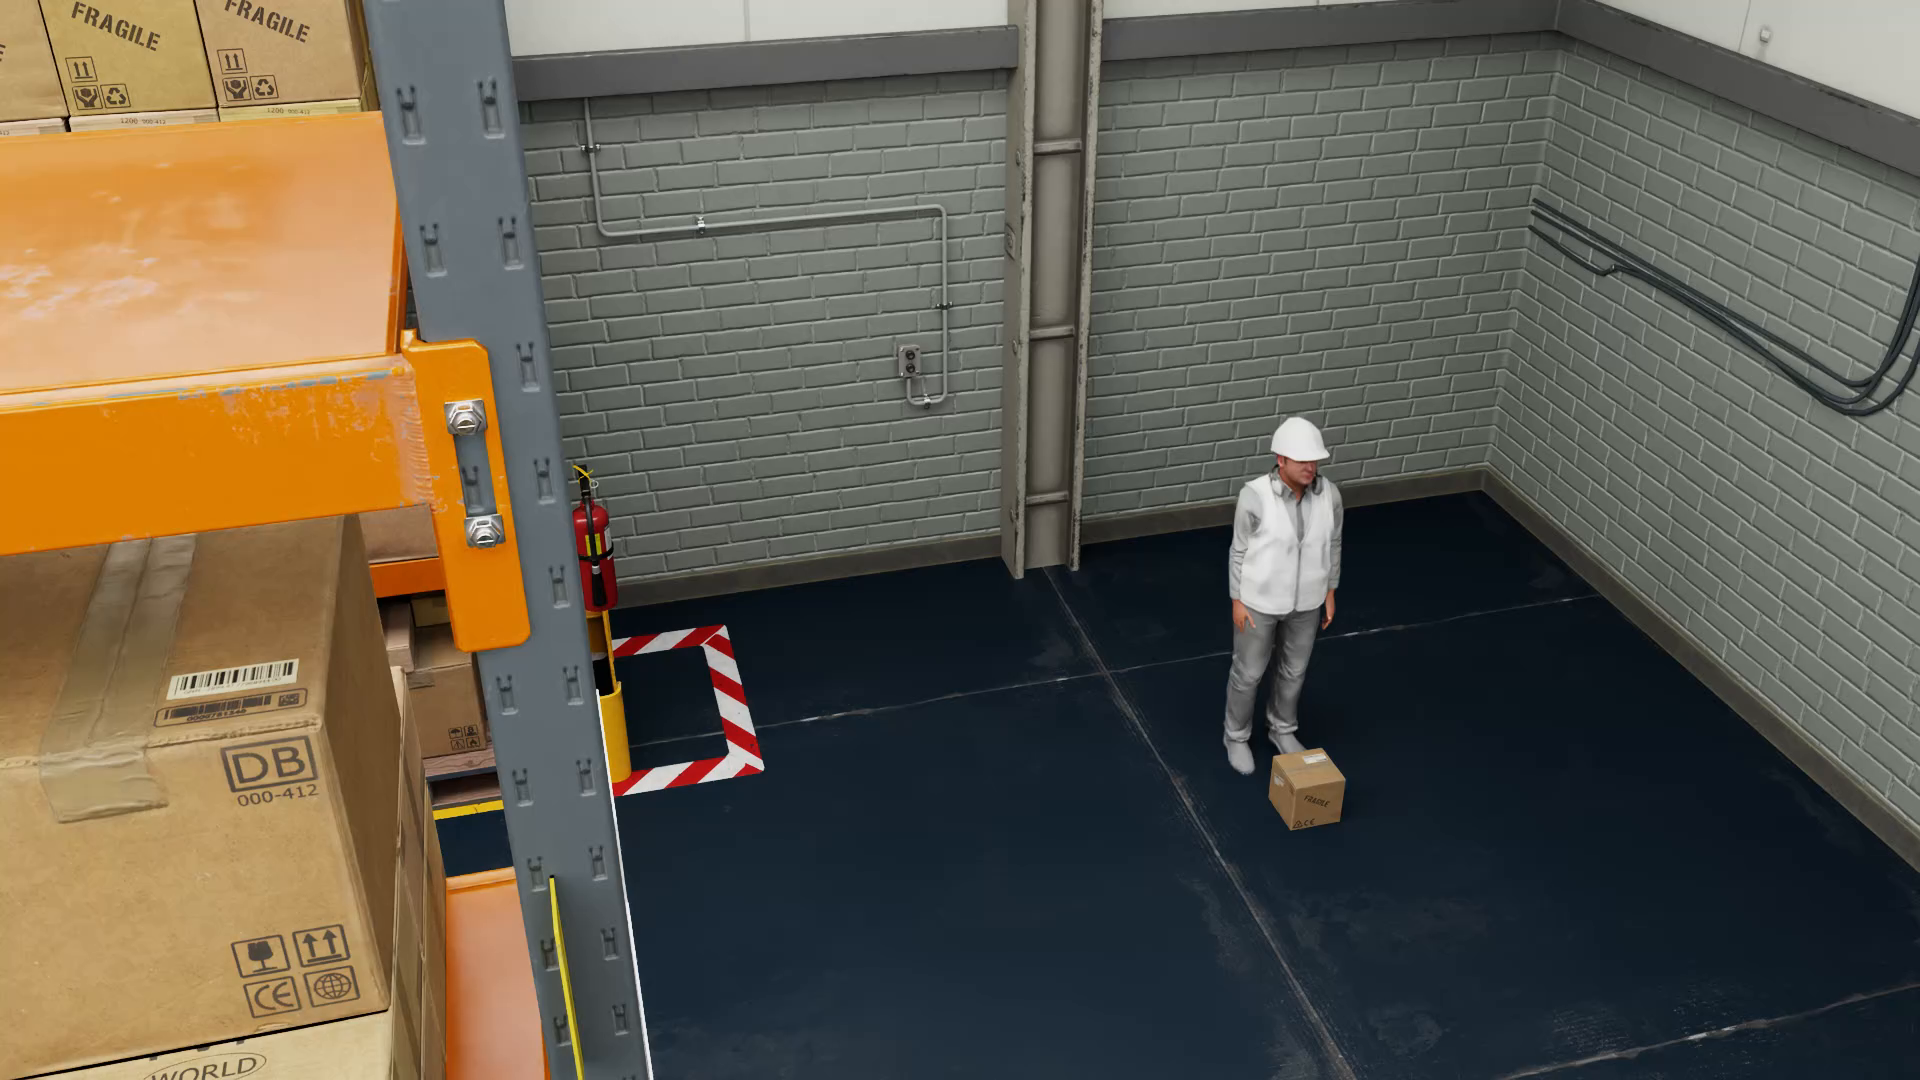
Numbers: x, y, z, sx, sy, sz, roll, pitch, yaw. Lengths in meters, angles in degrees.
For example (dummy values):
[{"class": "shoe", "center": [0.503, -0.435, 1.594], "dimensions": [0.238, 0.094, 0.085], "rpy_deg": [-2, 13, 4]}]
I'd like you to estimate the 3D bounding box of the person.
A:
[{"class": "person", "center": [1.510, 0.271, 7.754], "dimensions": [0.543, 1.796, 0.370], "rpy_deg": [-7, 31, -12]}]
